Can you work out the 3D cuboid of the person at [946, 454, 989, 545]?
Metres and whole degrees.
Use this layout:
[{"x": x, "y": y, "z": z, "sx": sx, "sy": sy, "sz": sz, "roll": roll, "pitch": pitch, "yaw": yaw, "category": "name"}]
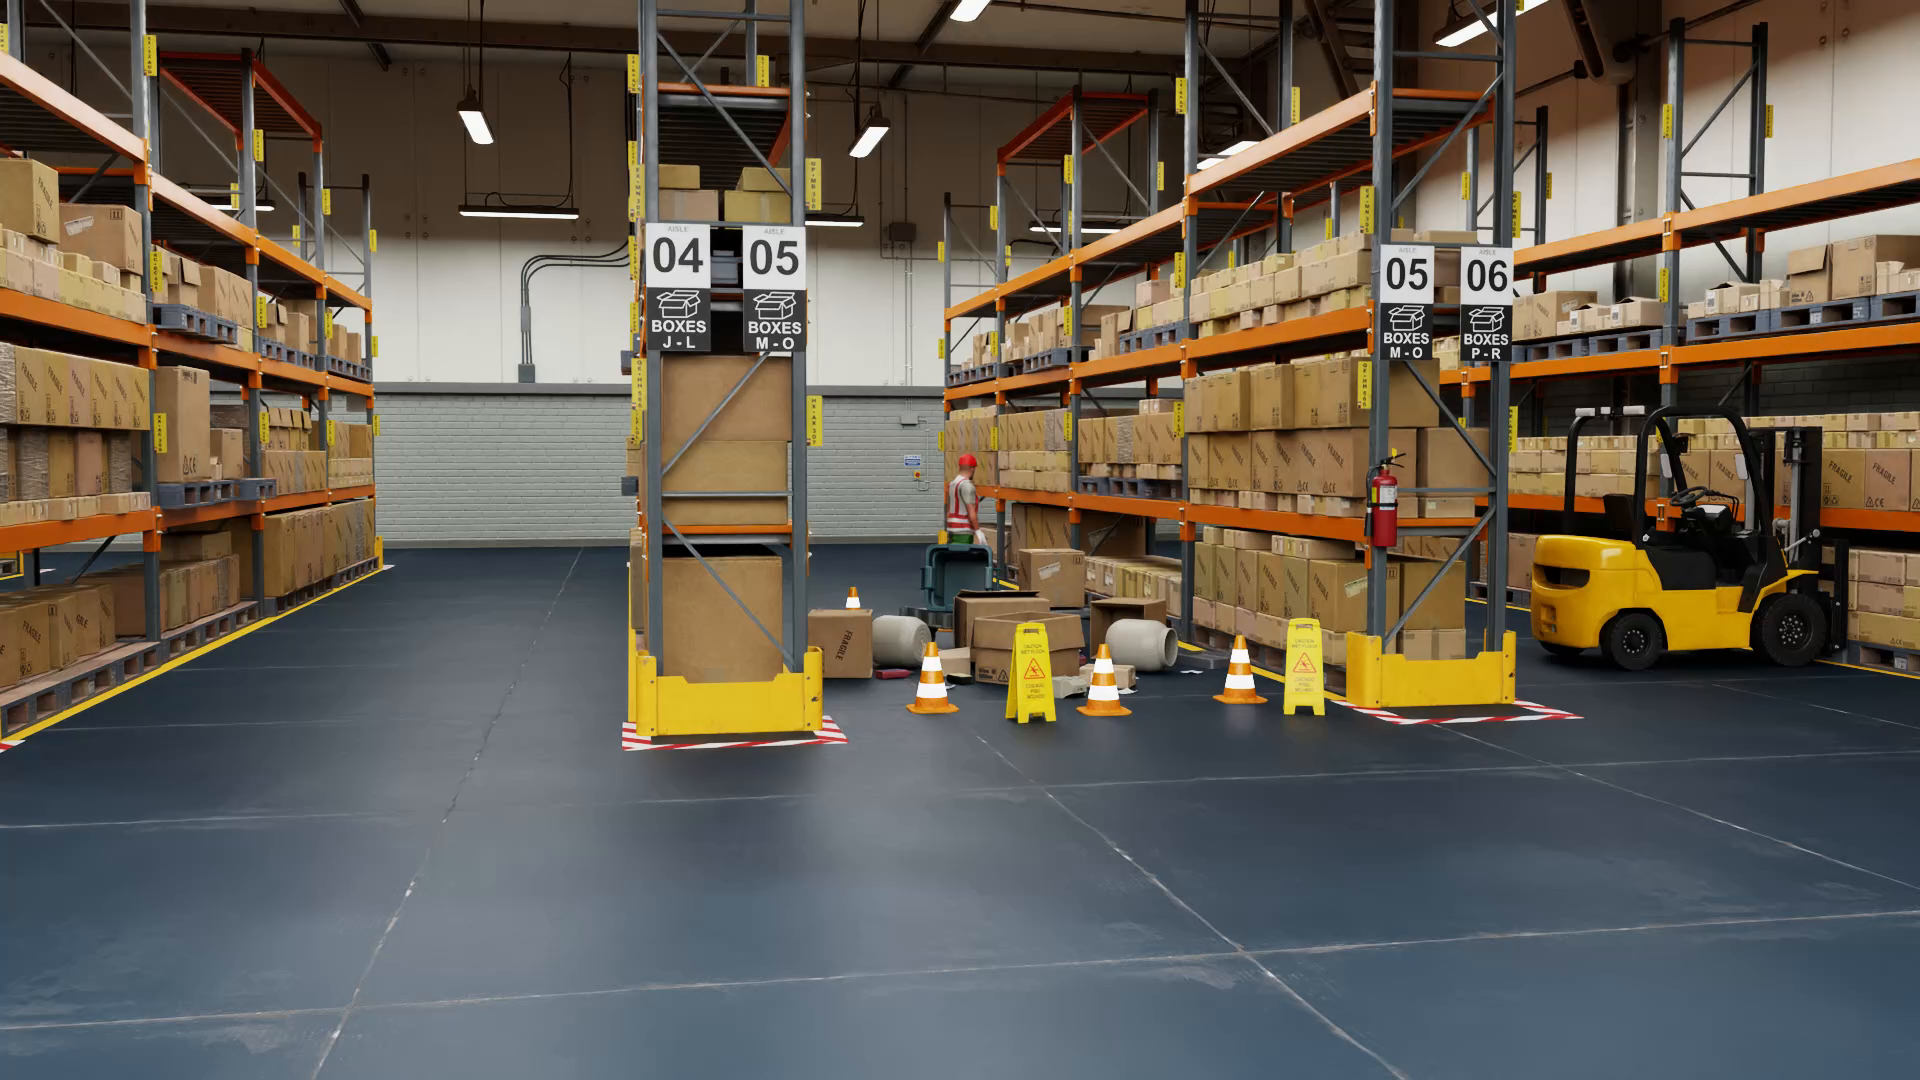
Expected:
[{"x": 0.065, "y": -0.058, "z": 18.235, "sx": 0.842, "sy": 1.772, "sz": 0.648, "roll": -1, "pitch": 3, "yaw": -13, "category": "person"}]
